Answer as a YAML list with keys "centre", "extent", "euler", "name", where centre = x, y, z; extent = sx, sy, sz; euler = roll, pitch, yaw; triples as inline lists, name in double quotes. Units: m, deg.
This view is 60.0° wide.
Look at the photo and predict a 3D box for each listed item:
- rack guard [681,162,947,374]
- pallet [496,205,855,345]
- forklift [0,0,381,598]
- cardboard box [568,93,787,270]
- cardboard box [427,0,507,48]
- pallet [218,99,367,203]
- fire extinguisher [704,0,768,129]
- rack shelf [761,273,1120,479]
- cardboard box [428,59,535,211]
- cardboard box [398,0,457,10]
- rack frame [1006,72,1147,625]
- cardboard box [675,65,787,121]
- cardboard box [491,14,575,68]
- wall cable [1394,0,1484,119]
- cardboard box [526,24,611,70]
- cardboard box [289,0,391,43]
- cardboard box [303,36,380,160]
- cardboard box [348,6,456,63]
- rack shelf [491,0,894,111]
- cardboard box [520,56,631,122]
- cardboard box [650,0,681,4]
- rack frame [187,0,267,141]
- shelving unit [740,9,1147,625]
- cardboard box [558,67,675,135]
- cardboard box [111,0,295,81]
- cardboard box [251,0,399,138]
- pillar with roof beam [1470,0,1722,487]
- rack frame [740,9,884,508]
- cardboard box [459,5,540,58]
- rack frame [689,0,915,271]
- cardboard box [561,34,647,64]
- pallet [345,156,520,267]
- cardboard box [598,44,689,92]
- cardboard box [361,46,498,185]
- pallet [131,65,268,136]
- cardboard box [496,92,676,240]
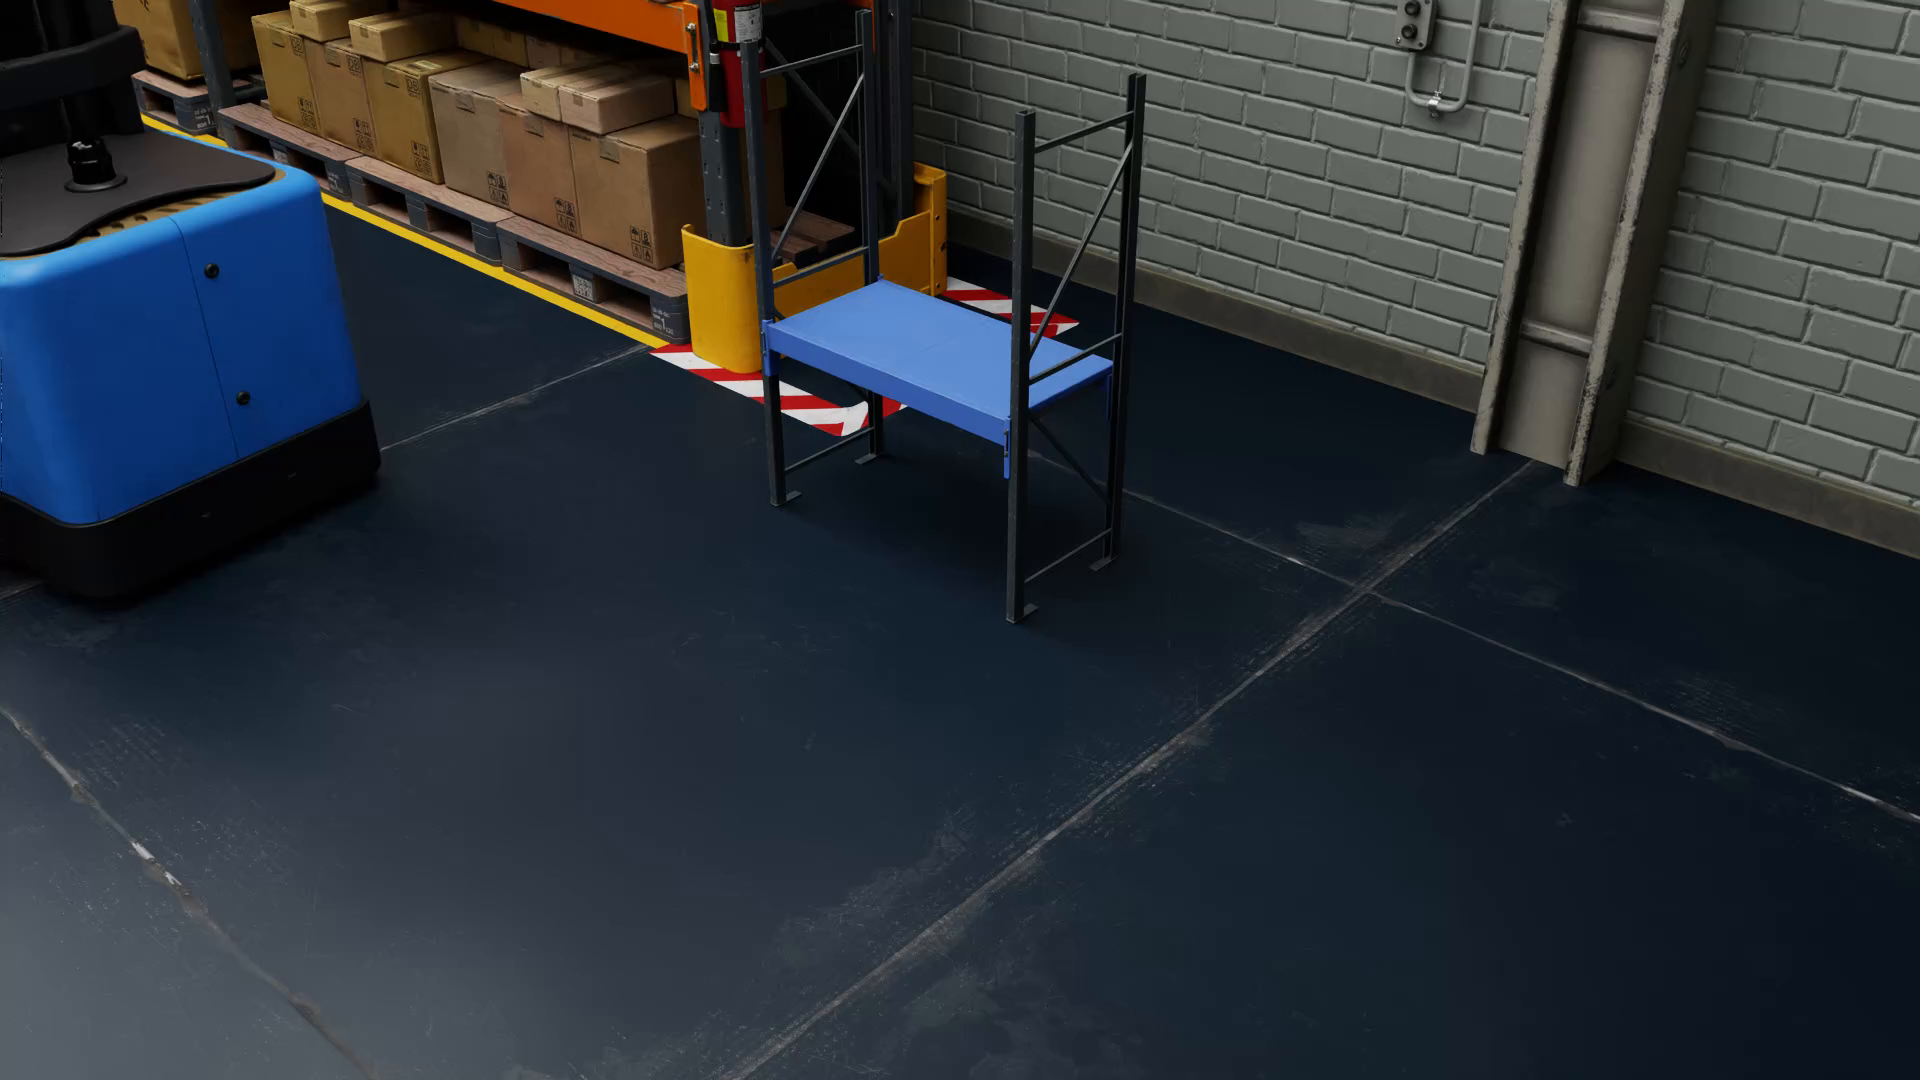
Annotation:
- centre: [-0.548, -1.112, 6.612]
  extent: [0.348, 0.500, 1.175]
  euler: [25, 39, 35]
  name: "rack guard"
- centre: [-1.211, -1.243, 7.110]
  extent: [1.213, 0.211, 1.003]
  euler: [25, 39, 35]
  name: "pallet"
- centre: [-3.426, -1.669, 5.181]
  extent: [3.031, 2.935, 1.130]
  euler: [20, 36, 29]
  name: "forklift"
- centre: [-1.152, -1.504, 6.856]
  extent: [0.500, 0.500, 0.700]
  euler: [25, 39, 35]
  name: "cardboard box"
- centre: [-2.245, -2.430, 7.766]
  extent: [0.250, 0.149, 0.380]
  euler: [25, 39, 36]
  name: "cardboard box"
- centre: [-3.020, -2.087, 8.513]
  extent: [1.213, 0.211, 1.003]
  euler: [25, 39, 35]
  name: "pallet"
- centre: [-0.763, -1.769, 5.717]
  extent: [0.183, 0.674, 0.296]
  euler: [25, 39, 35]
  name: "fire extinguisher"
- centre: [-0.063, -0.518, 5.005]
  extent: [1.000, 0.185, 0.538]
  euler: [25, 39, 35]
  name: "rack shelf"
- centre: [-1.896, -1.851, 7.433]
  extent: [0.500, 0.500, 0.700]
  euler: [24, 38, 34]
  name: "cardboard box"
- centre: [-2.432, -2.518, 7.911]
  extent: [0.250, 0.149, 0.380]
  euler: [24, 38, 34]
  name: "cardboard box"
- centre: [0.314, -0.496, 4.620]
  extent: [0.032, 1.500, 0.500]
  euler: [25, 39, 35]
  name: "rack frame"
- centre: [-0.925, -1.815, 6.744]
  extent: [0.250, 0.149, 0.380]
  euler: [25, 39, 35]
  name: "cardboard box"
- centre: [-1.866, -2.253, 7.472]
  extent: [0.250, 0.149, 0.380]
  euler: [25, 39, 36]
  name: "cardboard box"
- centre: [1.019, -2.545, 5.584]
  extent: [1.851, 1.984, 0.084]
  euler: [25, 39, 35]
  name: "wall cable"
- centre: [-1.675, -2.165, 7.325]
  extent: [0.250, 0.149, 0.380]
  euler: [26, 39, 36]
  name: "cardboard box"
- centre: [-2.914, -2.476, 7.842]
  extent: [0.250, 0.149, 0.380]
  euler: [27, 40, 37]
  name: "cardboard box"
- centre: [-2.675, -2.211, 8.031]
  extent: [0.500, 0.500, 0.700]
  euler: [25, 39, 35]
  name: "cardboard box"
- centre: [-2.527, -2.295, 7.542]
  extent: [0.250, 0.149, 0.380]
  euler: [24, 38, 34]
  name: "cardboard box"
- centre: [-2.048, -2.575, 7.316]
  extent: [4.000, 0.370, 1.077]
  euler: [25, 39, 35]
  name: "rack shelf"
- centre: [-1.559, -1.845, 6.793]
  extent: [0.250, 0.149, 0.380]
  euler: [26, 40, 36]
  name: "cardboard box"
- centre: [-0.950, -2.492, 6.190]
  extent: [0.700, 0.700, 0.980]
  euler: [27, 40, 37]
  name: "cardboard box"
- centre: [-3.531, -3.575, 8.281]
  extent: [0.127, 3.000, 1.000]
  euler: [25, 39, 35]
  name: "rack frame"
- centre: [-0.063, -0.672, 4.912]
  extent: [1.048, 1.500, 0.538]
  euler: [25, 39, 35]
  name: "shelving unit"
- centre: [-1.369, -1.757, 6.647]
  extent: [0.250, 0.149, 0.380]
  euler: [25, 39, 35]
  name: "cardboard box"
- centre: [-4.100, -3.009, 9.018]
  extent: [0.750, 0.750, 0.750]
  euler: [26, 39, 36]
  name: "cardboard box"
- centre: [-3.046, -2.386, 8.322]
  extent: [0.500, 0.500, 0.700]
  euler: [26, 39, 36]
  name: "cardboard box"
- centre: [-0.872, -2.511, 0.696]
  extent: [0.400, 9.000, 9.100]
  euler: [25, 39, 35]
  name: "pillar with roof beam"
- centre: [-0.440, -0.848, 5.204]
  extent: [0.032, 1.500, 0.500]
  euler: [25, 39, 35]
  name: "rack frame"
- centre: [-2.053, -2.341, 7.618]
  extent: [0.250, 0.149, 0.380]
  euler: [24, 39, 34]
  name: "cardboard box"
- centre: [-0.566, -2.191, 5.981]
  extent: [0.127, 3.000, 1.000]
  euler: [25, 39, 35]
  name: "rack frame"
- centre: [-1.486, -2.077, 7.179]
  extent: [0.250, 0.149, 0.380]
  euler: [25, 39, 35]
  name: "cardboard box"
- centre: [-2.111, -1.665, 7.812]
  extent: [1.213, 0.211, 1.003]
  euler: [25, 39, 35]
  name: "pallet"
- centre: [-1.301, -1.990, 7.035]
  extent: [0.250, 0.149, 0.380]
  euler: [25, 39, 35]
  name: "cardboard box"
- centre: [-2.296, -2.033, 7.734]
  extent: [0.500, 0.500, 0.700]
  euler: [26, 40, 36]
  name: "cardboard box"
- centre: [-4.154, -2.619, 9.395]
  extent: [1.213, 0.211, 1.003]
  euler: [25, 39, 35]
  name: "pallet"
- centre: [-1.523, -1.677, 7.144]
  extent: [0.500, 0.500, 0.700]
  euler: [25, 39, 35]
  name: "cardboard box"
